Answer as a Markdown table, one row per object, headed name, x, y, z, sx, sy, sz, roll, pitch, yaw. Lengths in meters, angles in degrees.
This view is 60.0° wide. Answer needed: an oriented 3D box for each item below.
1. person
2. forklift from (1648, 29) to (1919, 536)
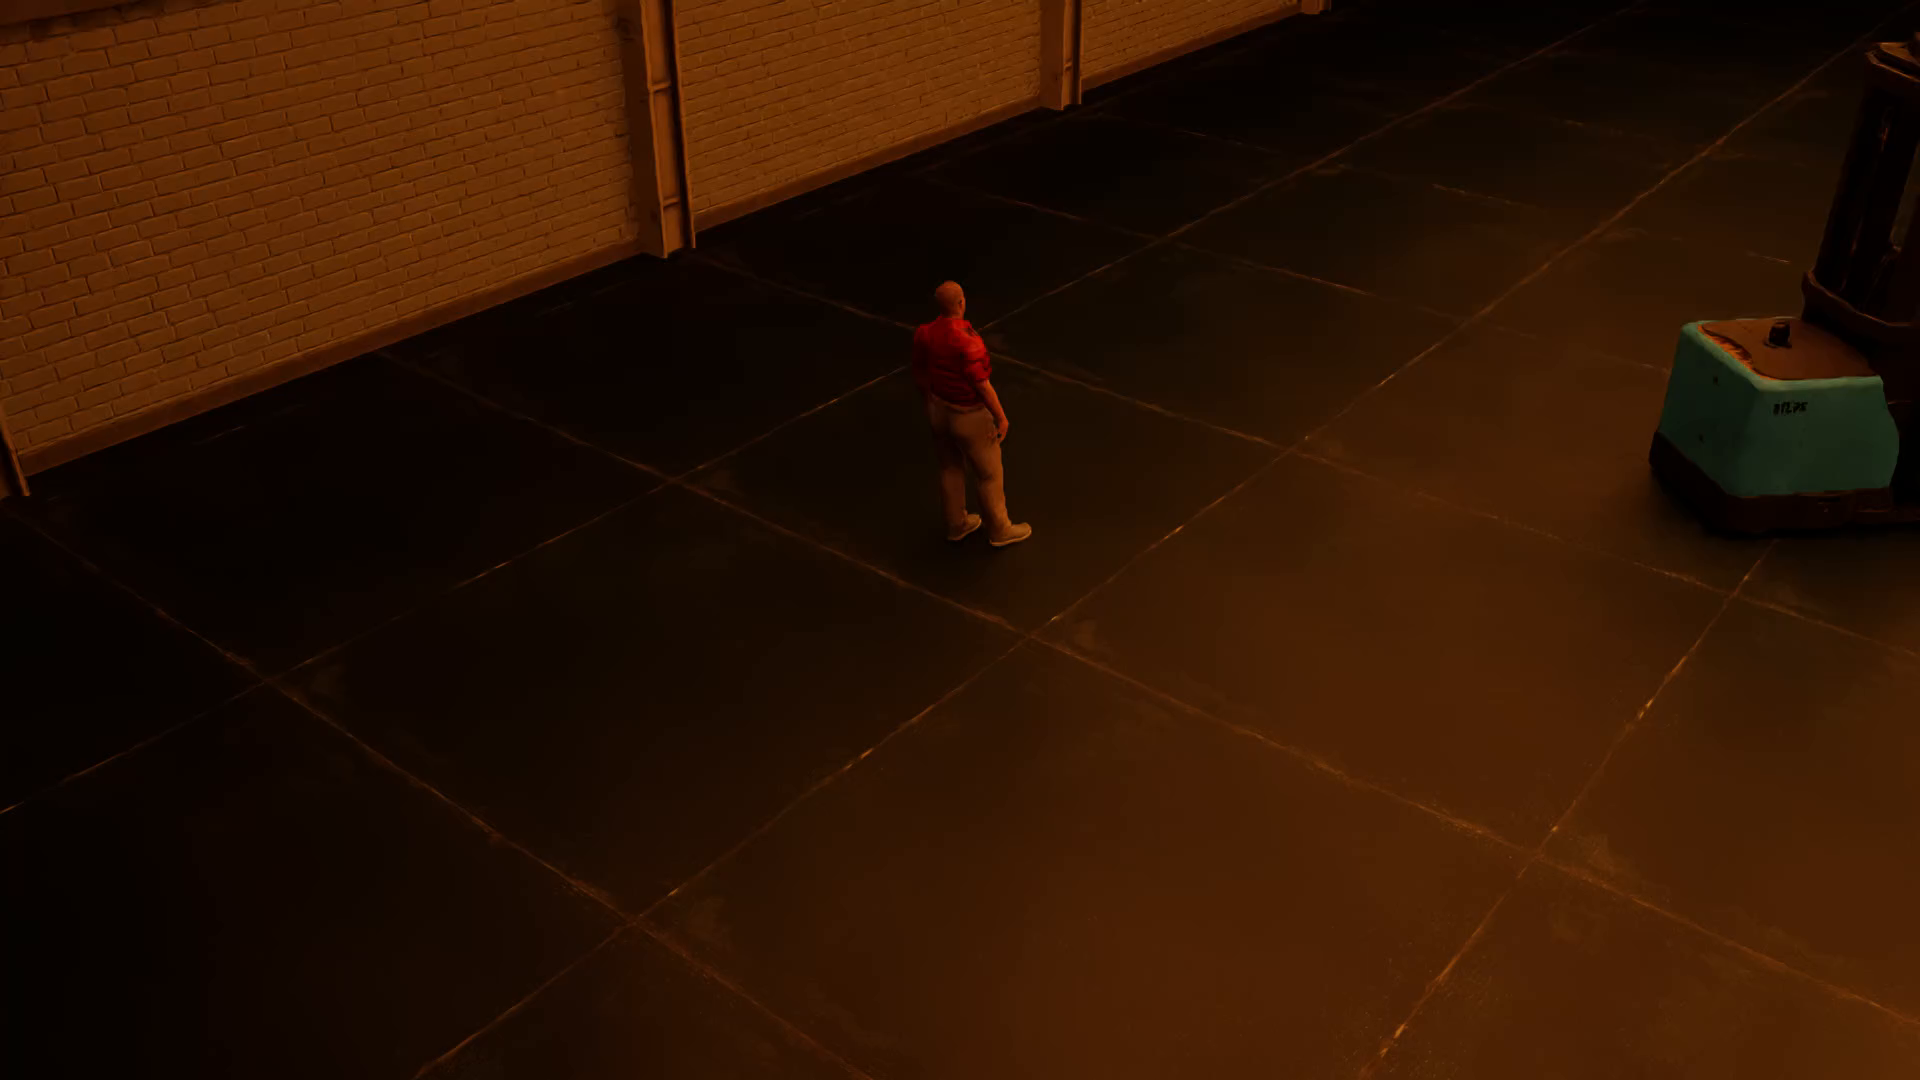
| name | x | y | z | sx | sy | sz | roll | pitch | yaw |
| --- | --- | --- | --- | --- | --- | --- | --- | --- | --- |
| person | 0.066 | -0.784 | 10.114 | 0.640 | 1.727 | 0.550 | 22 | 37 | 33 |
| forklift | 6.223 | -1.614 | 10.357 | 3.031 | 2.935 | 1.130 | -4 | 31 | -6 |
